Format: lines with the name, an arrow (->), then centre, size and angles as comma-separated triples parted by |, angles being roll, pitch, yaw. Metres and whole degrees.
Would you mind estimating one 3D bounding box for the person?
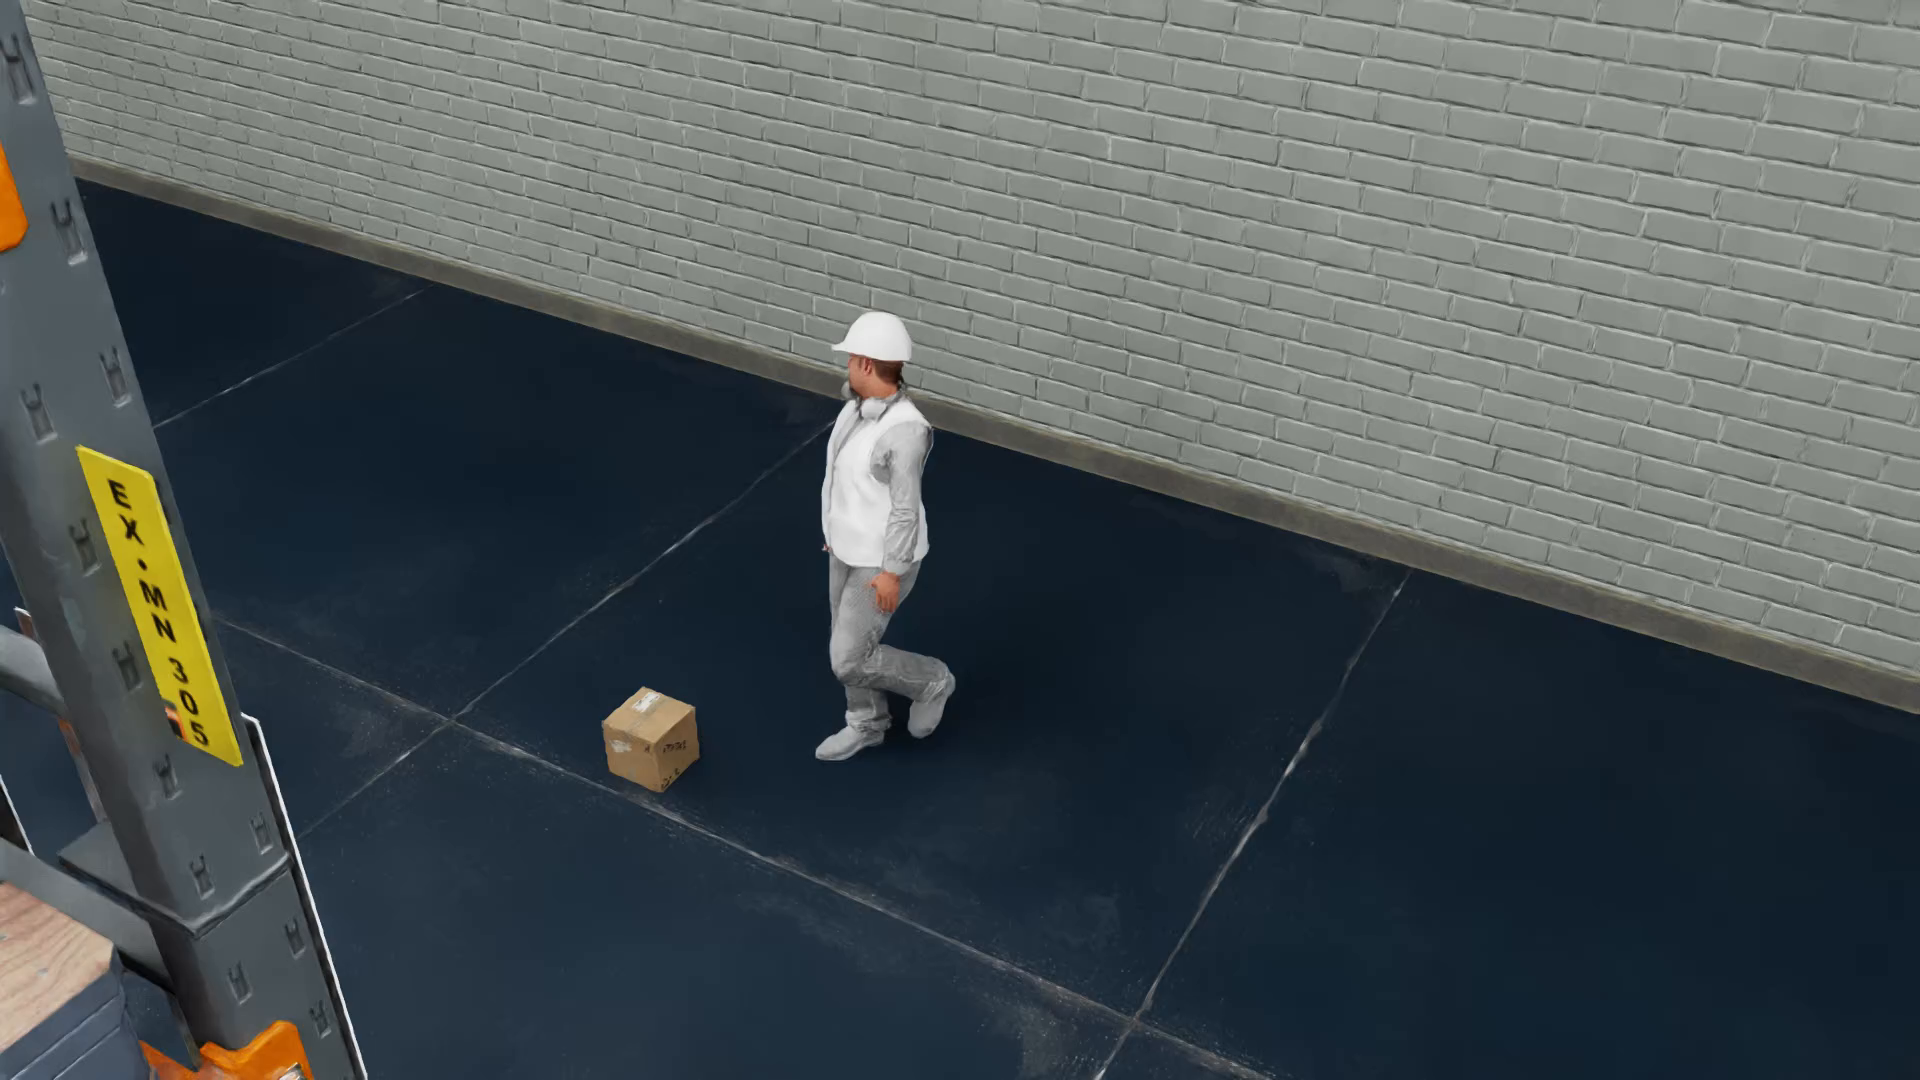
person -> -0.342, 0.024, 6.108 | 0.555, 1.745, 0.580 | -15, 37, -21
